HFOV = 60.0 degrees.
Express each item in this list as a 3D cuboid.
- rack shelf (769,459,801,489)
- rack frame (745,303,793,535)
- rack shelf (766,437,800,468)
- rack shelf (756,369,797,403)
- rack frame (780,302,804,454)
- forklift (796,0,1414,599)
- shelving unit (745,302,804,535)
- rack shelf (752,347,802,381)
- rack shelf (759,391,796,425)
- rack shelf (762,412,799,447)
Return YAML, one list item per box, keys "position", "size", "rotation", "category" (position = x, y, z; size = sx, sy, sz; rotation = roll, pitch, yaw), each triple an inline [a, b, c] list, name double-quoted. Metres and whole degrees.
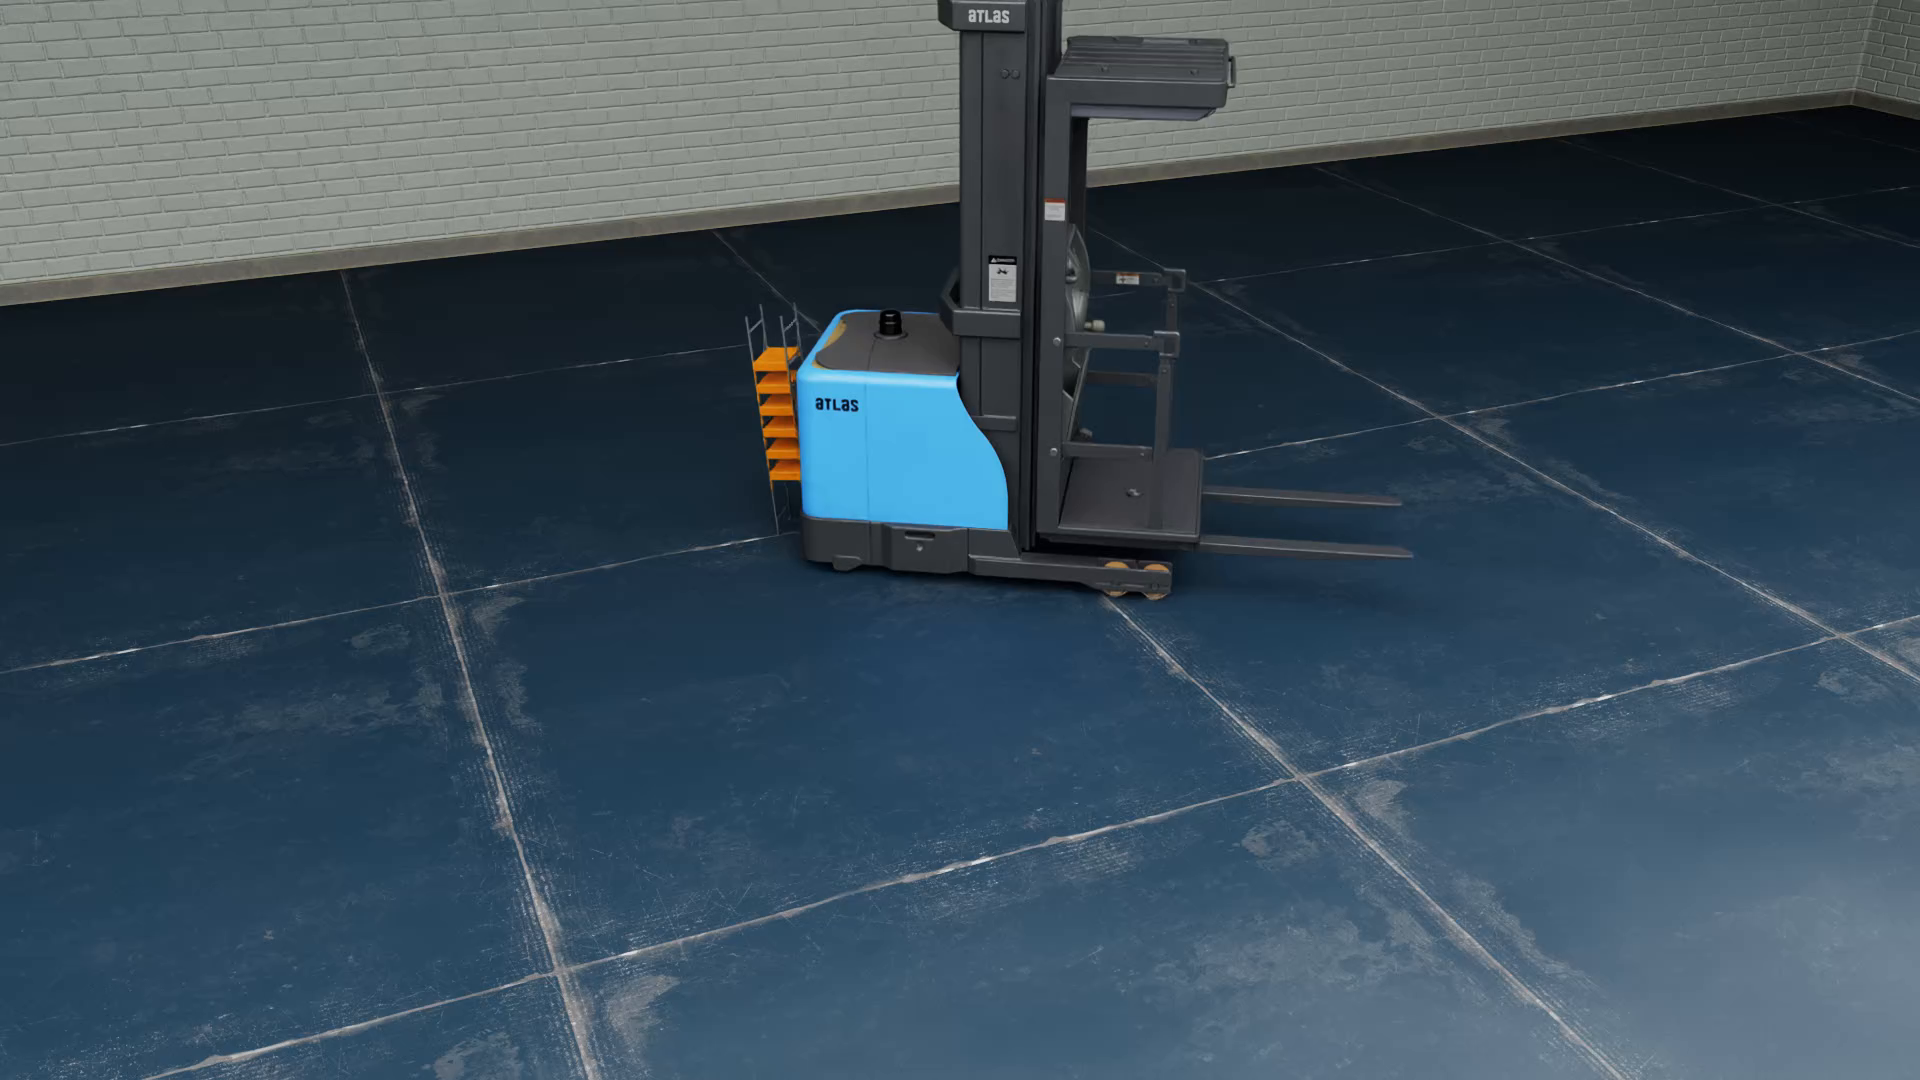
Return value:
- position: [-0.876, -0.363, 8.757]
  size: [0.180, 0.103, 0.258]
  rotation: [1, 26, 13]
  category: "rack shelf"
- position: [-0.991, -0.621, 8.659]
  size: [0.006, 1.200, 0.240]
  rotation: [1, 26, 13]
  category: "rack frame"
- position: [-0.887, -0.472, 8.707]
  size: [0.180, 0.103, 0.258]
  rotation: [1, 26, 13]
  category: "rack shelf"
- position: [-0.919, -0.797, 8.556]
  size: [0.180, 0.103, 0.258]
  rotation: [1, 26, 13]
  category: "rack shelf"
- position: [-0.813, -0.619, 8.617]
  size: [0.006, 1.200, 0.240]
  rotation: [1, 26, 13]
  category: "rack frame"
- position: [0.755, -1.279, 8.028]
  size: [3.031, 2.935, 1.130]
  rotation: [4, 26, 8]
  category: "forklift"
- position: [-0.902, -0.620, 8.638]
  size: [0.189, 1.200, 0.258]
  rotation: [1, 26, 13]
  category: "shelving unit"
- position: [-0.930, -0.905, 8.506]
  size: [0.180, 0.103, 0.258]
  rotation: [1, 26, 13]
  category: "rack shelf"
- position: [-0.908, -0.689, 8.607]
  size: [0.180, 0.103, 0.258]
  rotation: [1, 26, 13]
  category: "rack shelf"
- position: [-0.898, -0.580, 8.657]
  size: [0.180, 0.103, 0.258]
  rotation: [1, 26, 13]
  category: "rack shelf"
